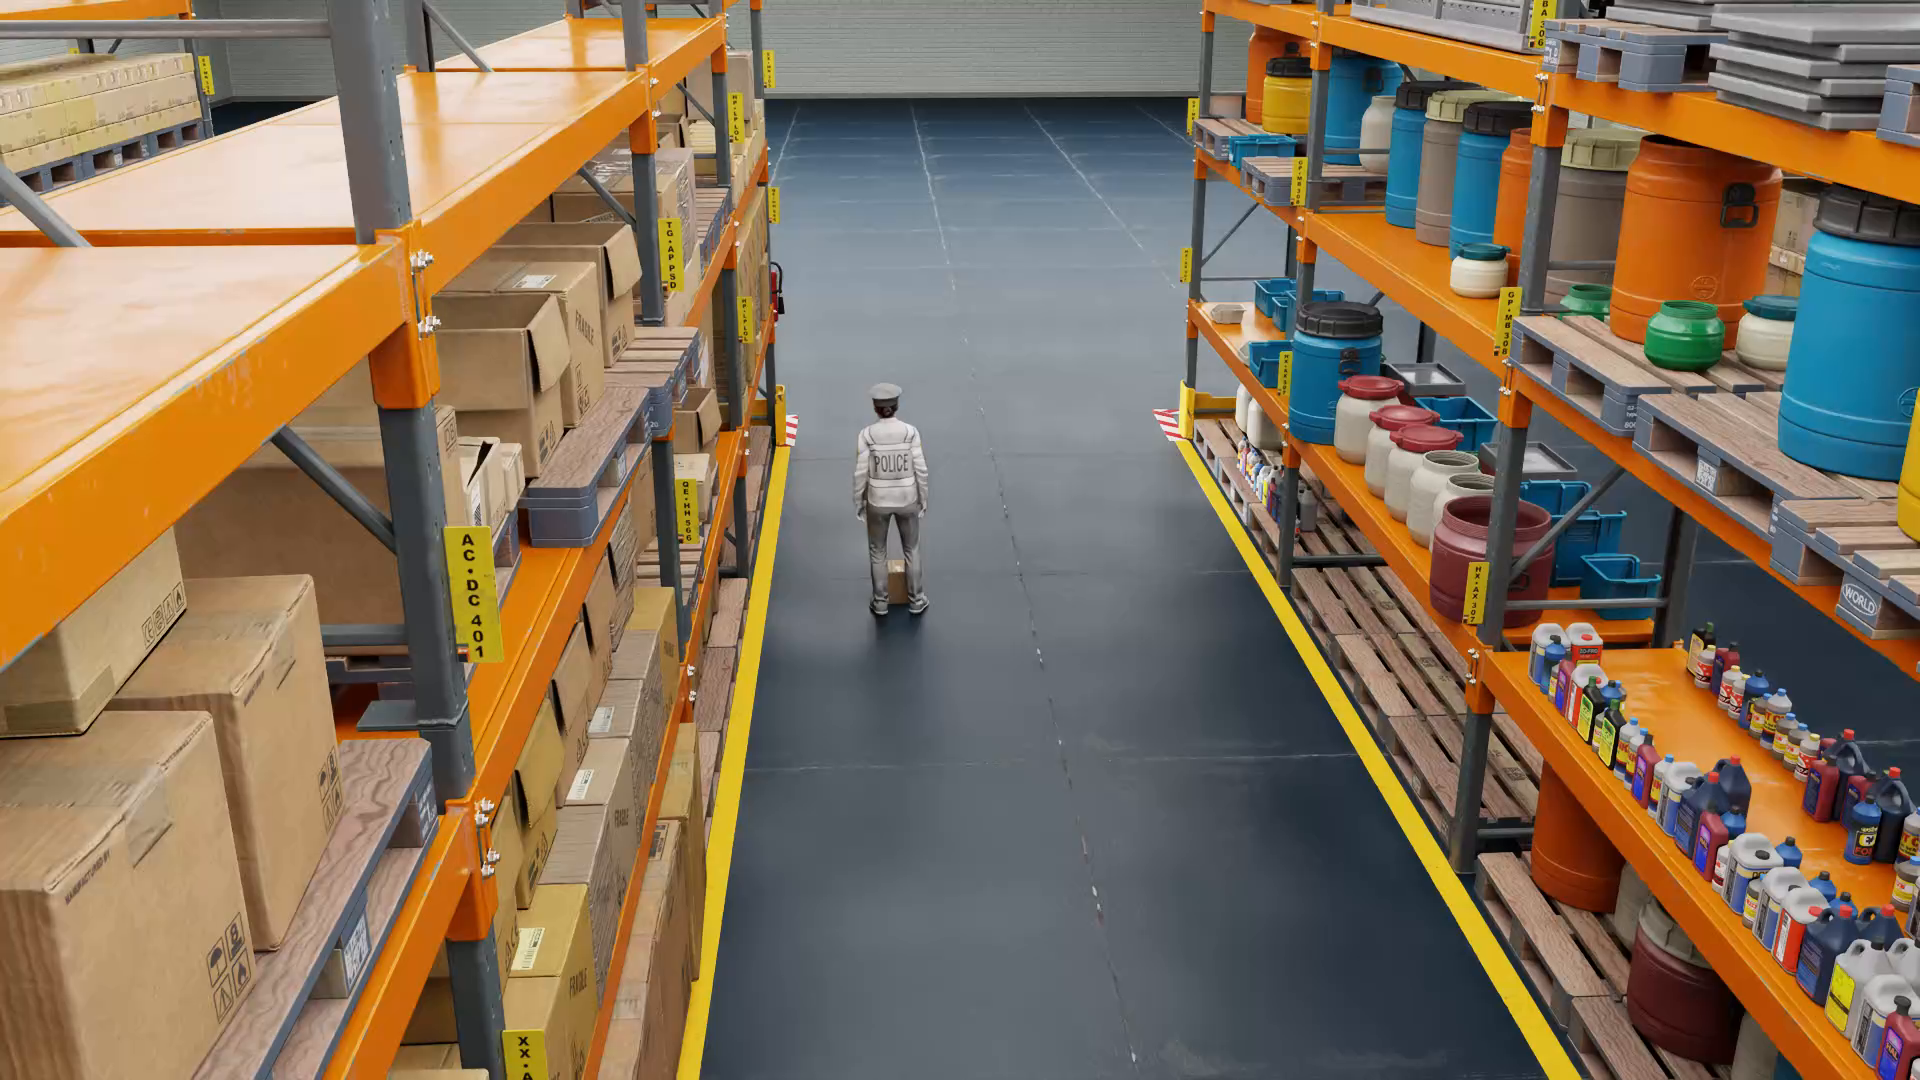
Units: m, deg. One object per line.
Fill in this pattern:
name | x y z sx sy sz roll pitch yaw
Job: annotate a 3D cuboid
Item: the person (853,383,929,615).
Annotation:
person | -0.489 -0.267 11.787 0.543 1.662 0.376 -2 21 -6
